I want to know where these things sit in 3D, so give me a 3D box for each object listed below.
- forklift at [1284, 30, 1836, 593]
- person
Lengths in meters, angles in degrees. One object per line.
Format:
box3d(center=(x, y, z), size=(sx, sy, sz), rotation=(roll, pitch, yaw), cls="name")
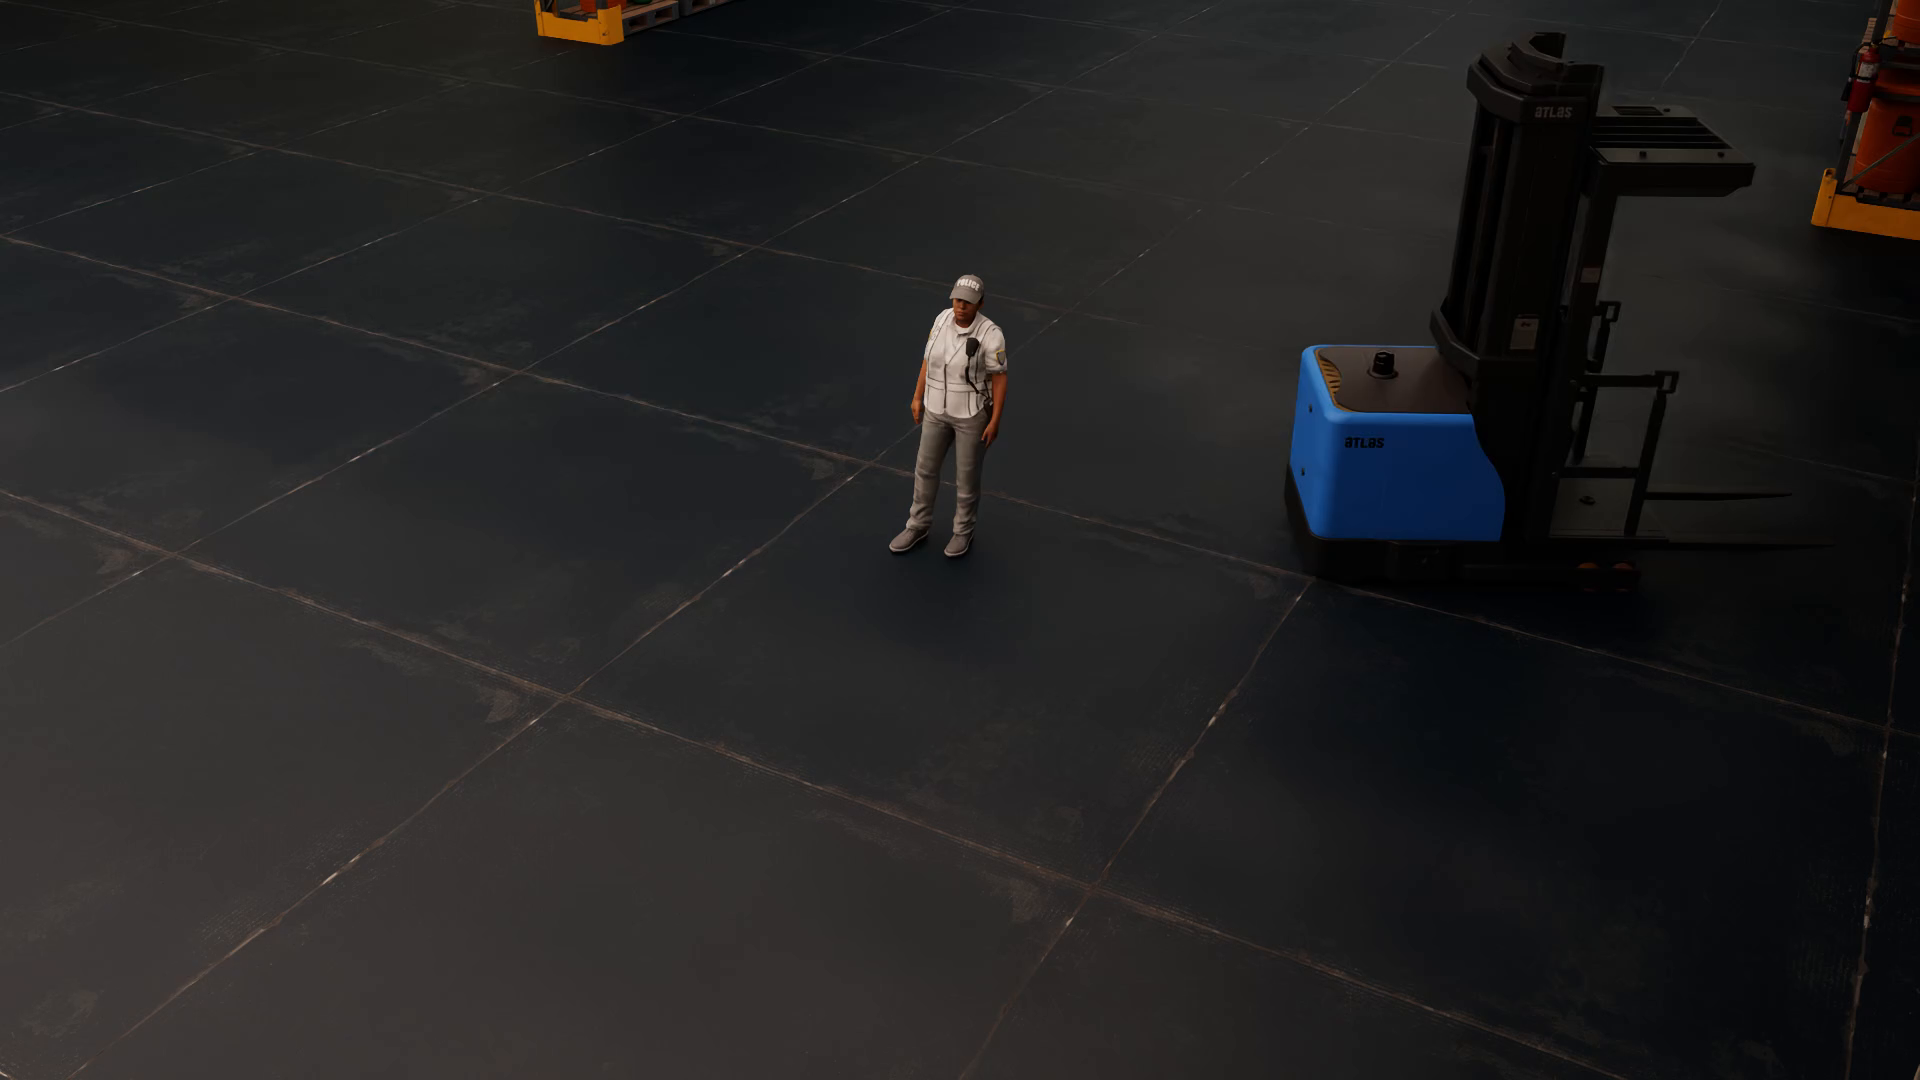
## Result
box3d(center=(3.511, -1.241, 9.221), size=(3.031, 2.935, 1.130), rotation=(1, 30, 2), cls="forklift")
box3d(center=(-0.057, -0.700, 9.534), size=(0.599, 1.670, 0.529), rotation=(15, 33, 25), cls="person")
